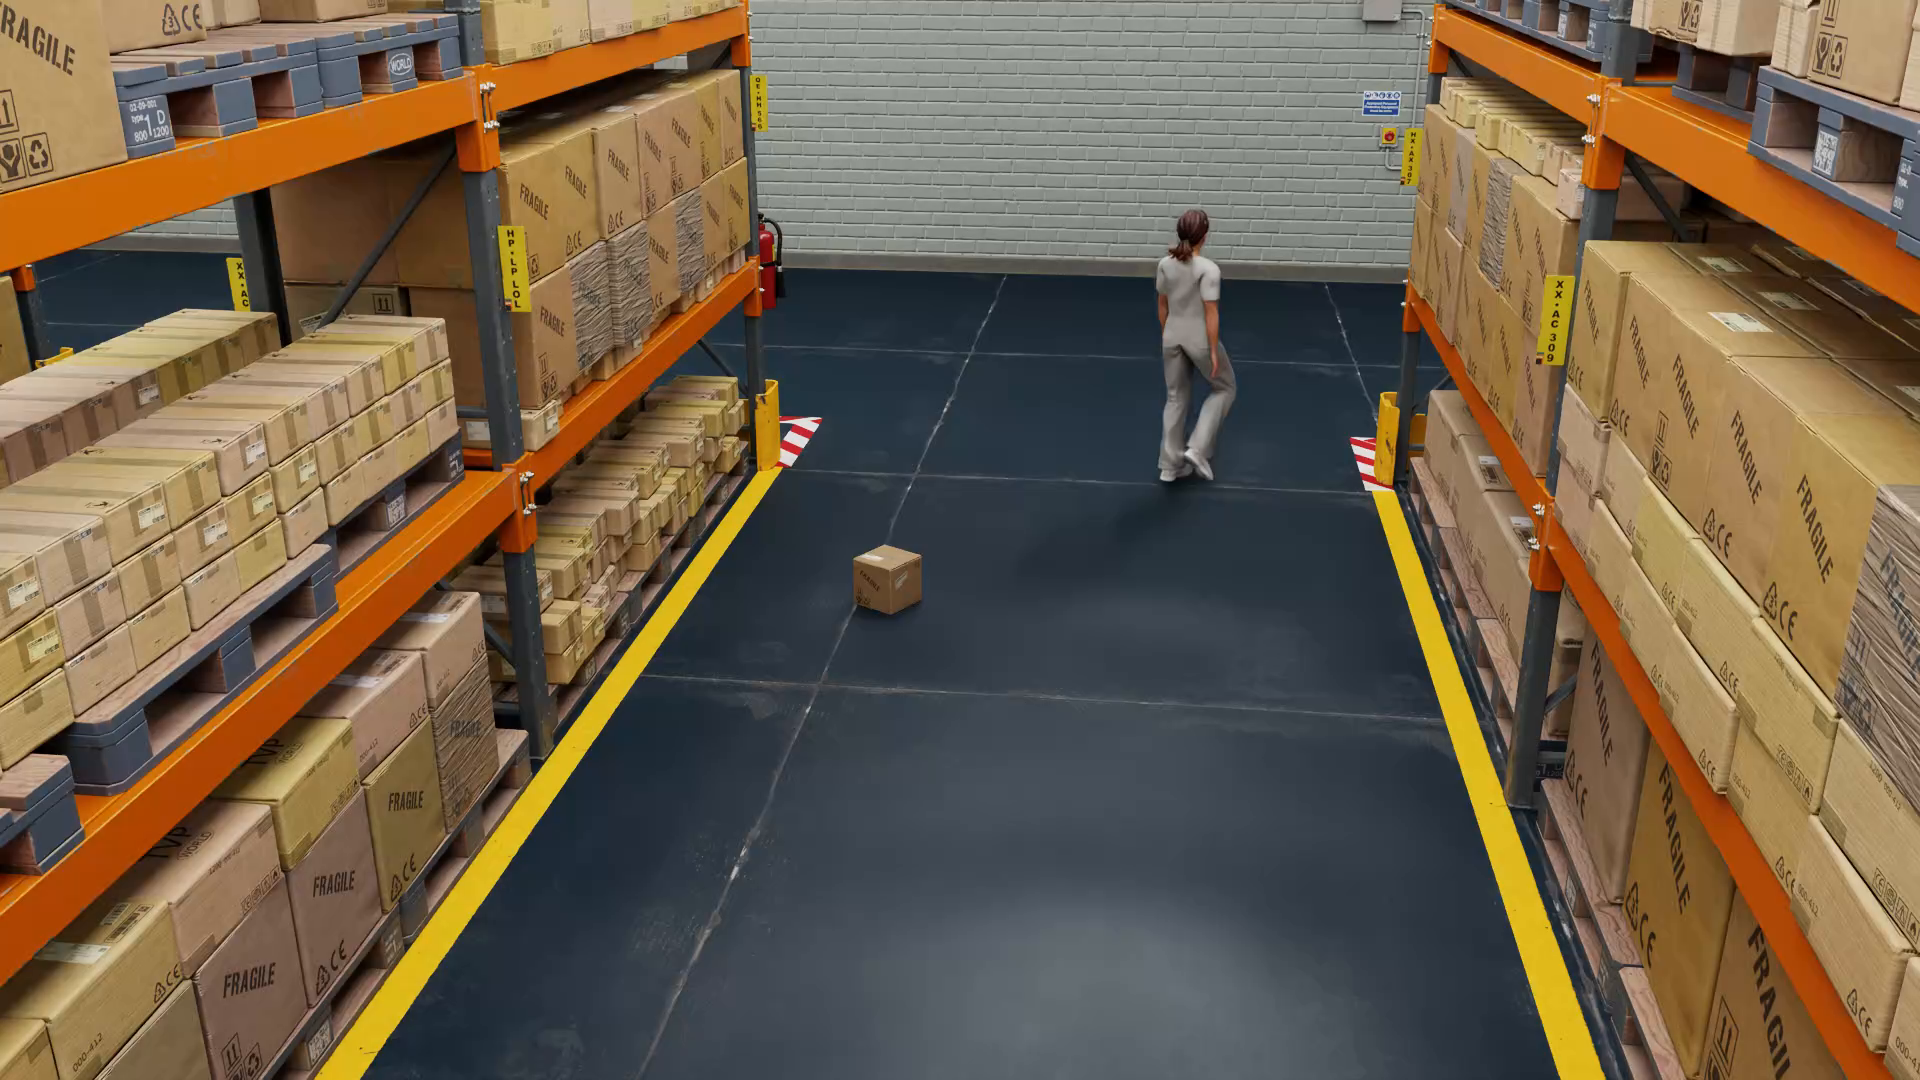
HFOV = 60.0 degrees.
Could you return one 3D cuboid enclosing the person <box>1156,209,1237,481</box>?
[{"bbox_3d":[1.411,-1.161,10.060,0.471,1.693,0.494,16,26,35],"label":"person"}]
